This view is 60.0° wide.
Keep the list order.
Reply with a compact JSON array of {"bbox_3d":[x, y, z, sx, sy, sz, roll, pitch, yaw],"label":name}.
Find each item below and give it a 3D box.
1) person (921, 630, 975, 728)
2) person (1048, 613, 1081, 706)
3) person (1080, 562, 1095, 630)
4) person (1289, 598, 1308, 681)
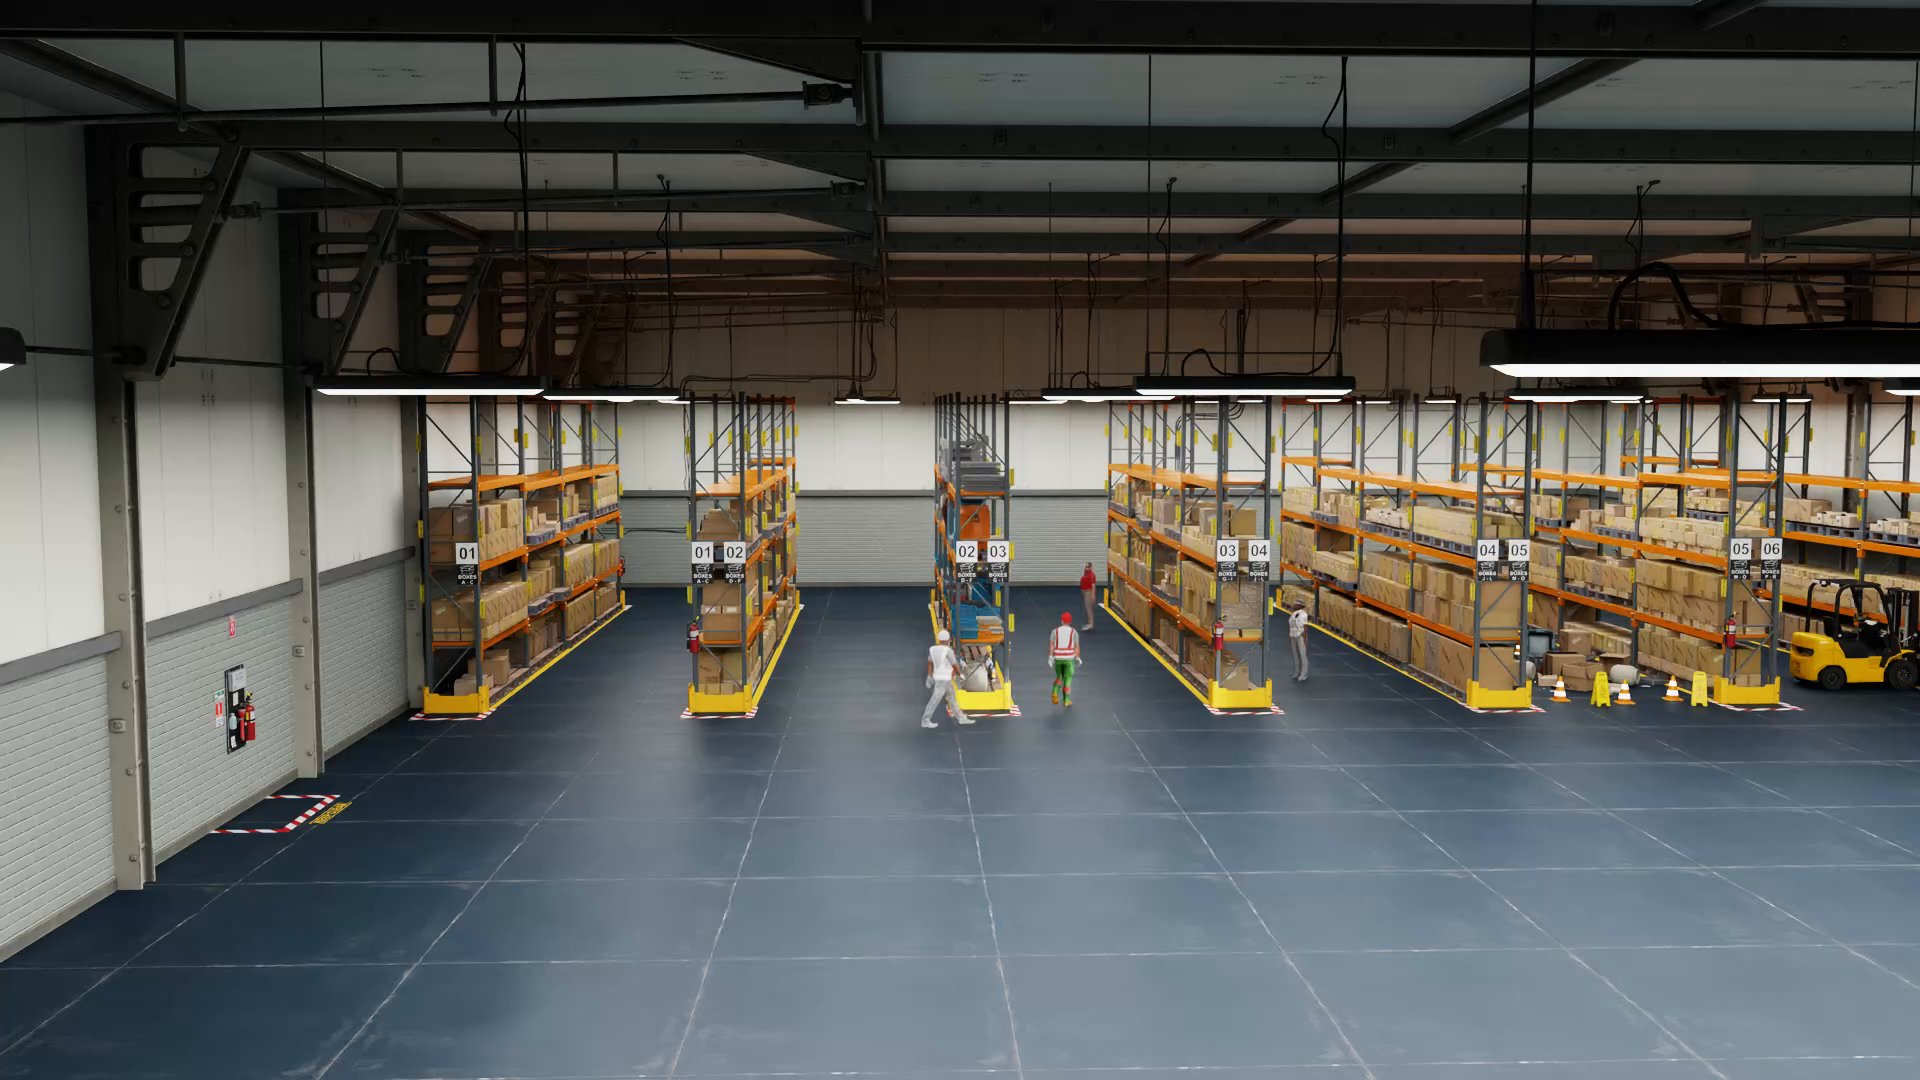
[{"bbox_3d":[-0.198,2.456,29.487,1.002,1.731,0.489,-1,5,-7],"label":"person"},{"bbox_3d":[2.001,2.273,31.789,0.546,1.781,0.511,3,5,30],"label":"person"},{"bbox_3d":[3.275,1.436,42.742,0.388,1.734,0.615,-1,5,-12],"label":"person"},{"bbox_3d":[7.142,2.080,35.033,0.422,1.706,0.567,-3,5,-30],"label":"person"}]
